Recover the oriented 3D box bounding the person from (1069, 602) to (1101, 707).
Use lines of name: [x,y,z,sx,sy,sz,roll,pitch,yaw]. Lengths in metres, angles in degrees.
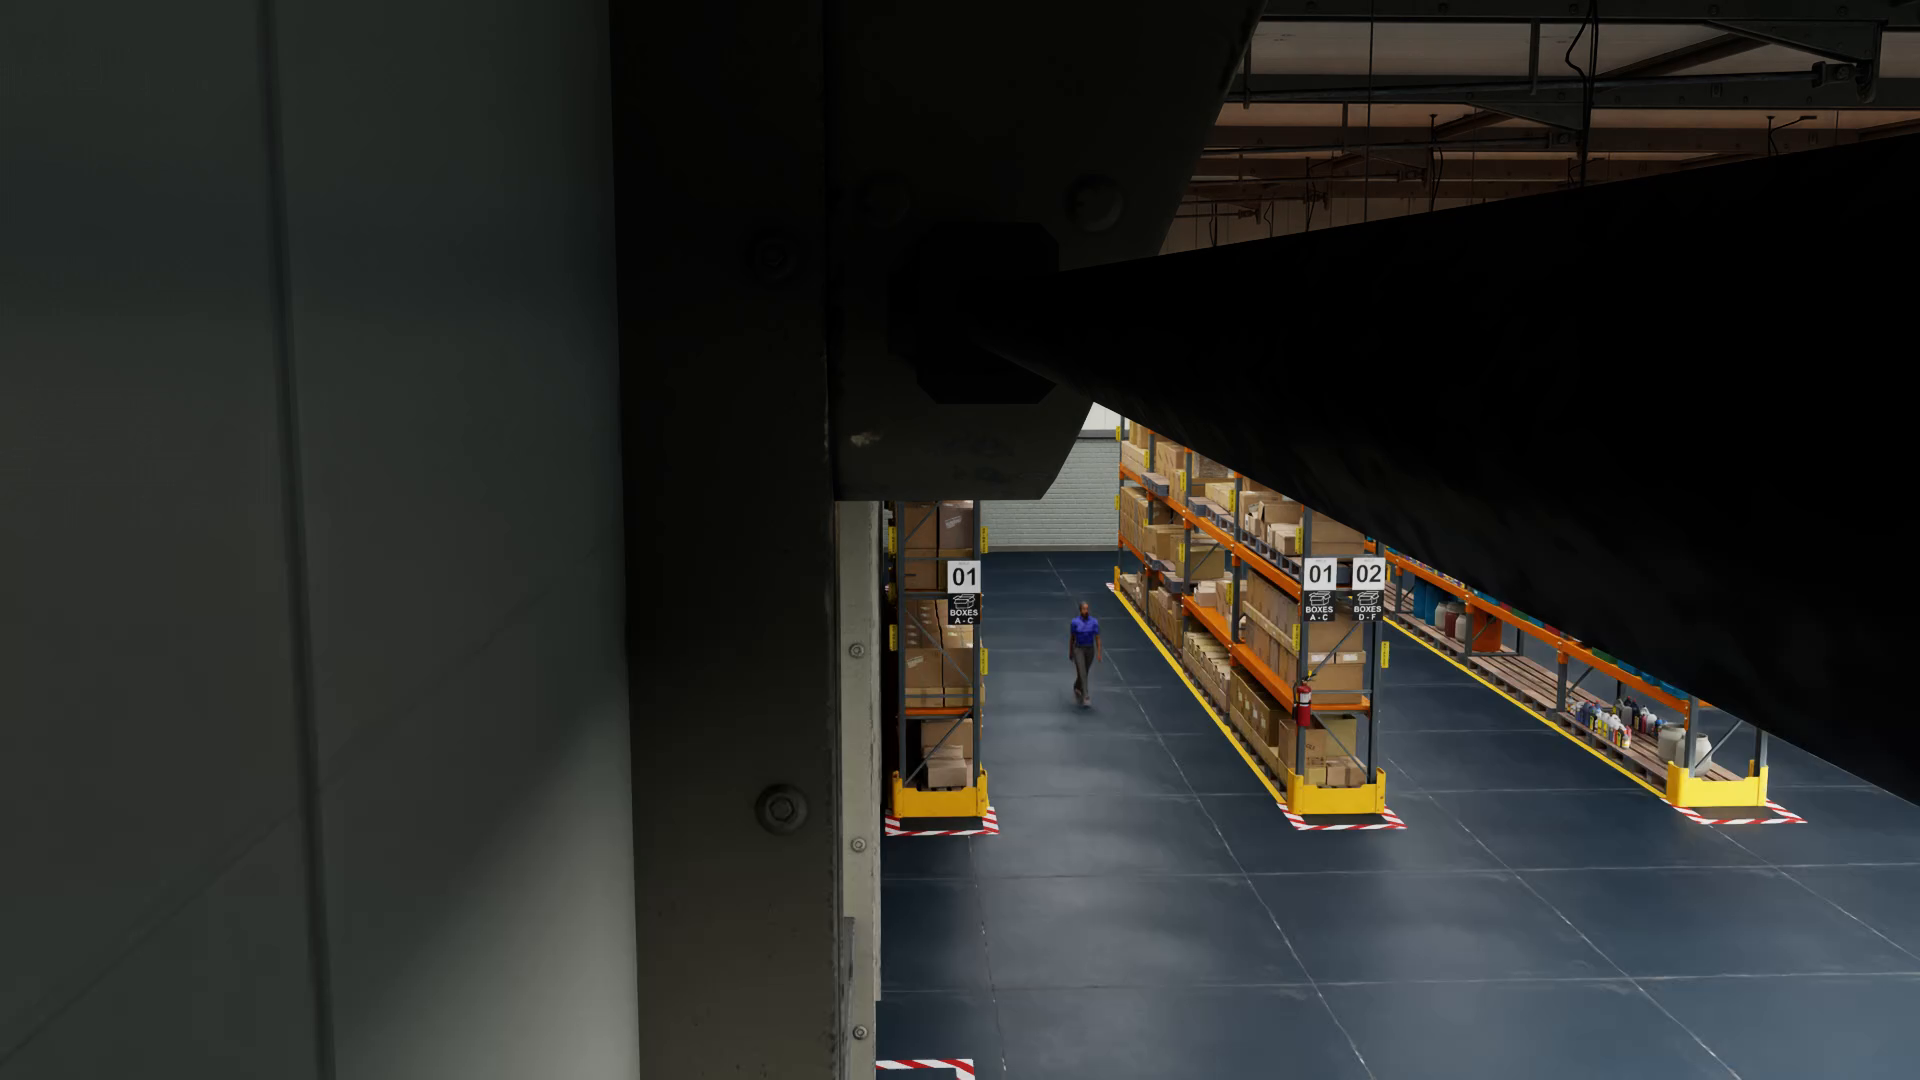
person: [1.992,1.759,26.256,0.431,1.584,1.068,-3,9,-17]
